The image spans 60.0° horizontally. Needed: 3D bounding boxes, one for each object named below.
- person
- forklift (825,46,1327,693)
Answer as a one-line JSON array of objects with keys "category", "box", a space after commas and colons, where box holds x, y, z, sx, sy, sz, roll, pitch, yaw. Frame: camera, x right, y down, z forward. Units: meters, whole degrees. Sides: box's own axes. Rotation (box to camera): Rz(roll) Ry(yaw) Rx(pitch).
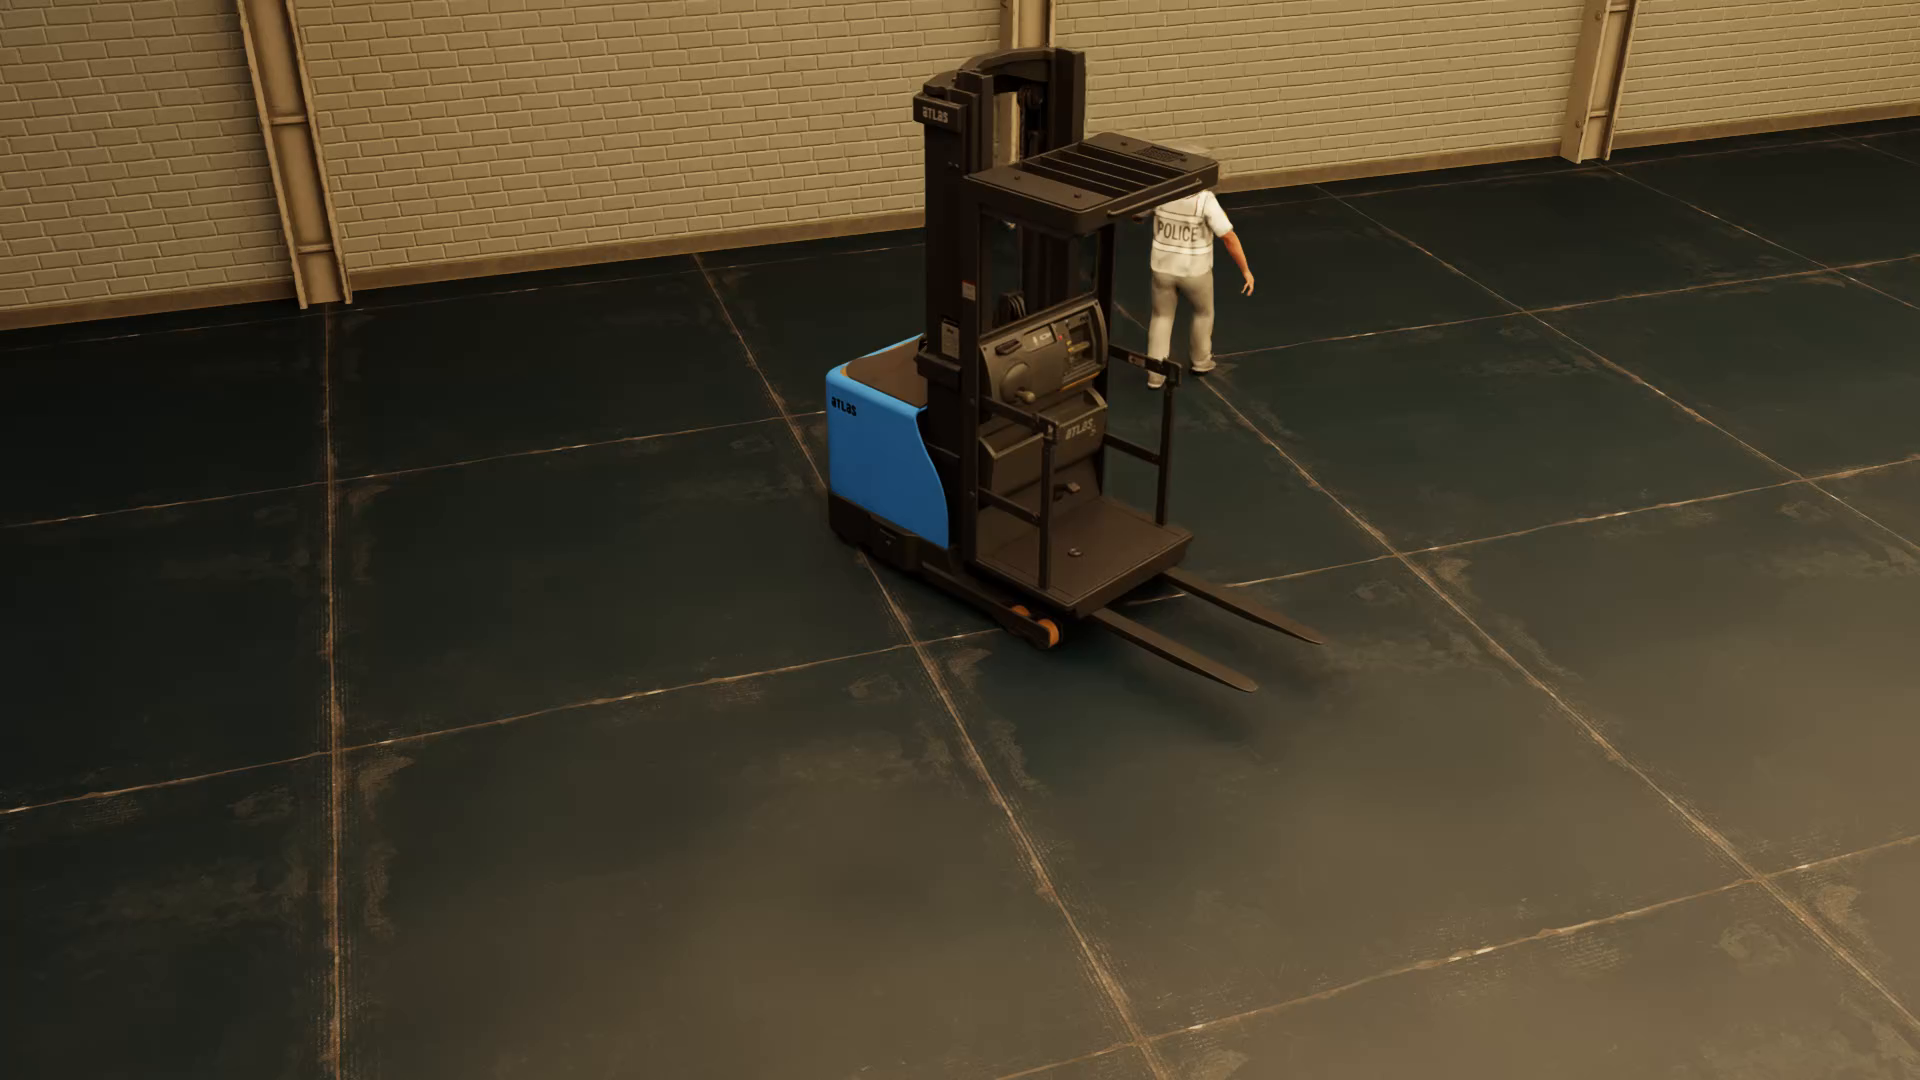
[{"category": "person", "box": [1.623, -1.927, 11.698, 1.011, 1.756, 0.701, 13, 32, 21]}, {"category": "forklift", "box": [0.608, -0.970, 8.772, 3.031, 2.935, 1.130, 26, 39, 38]}]
